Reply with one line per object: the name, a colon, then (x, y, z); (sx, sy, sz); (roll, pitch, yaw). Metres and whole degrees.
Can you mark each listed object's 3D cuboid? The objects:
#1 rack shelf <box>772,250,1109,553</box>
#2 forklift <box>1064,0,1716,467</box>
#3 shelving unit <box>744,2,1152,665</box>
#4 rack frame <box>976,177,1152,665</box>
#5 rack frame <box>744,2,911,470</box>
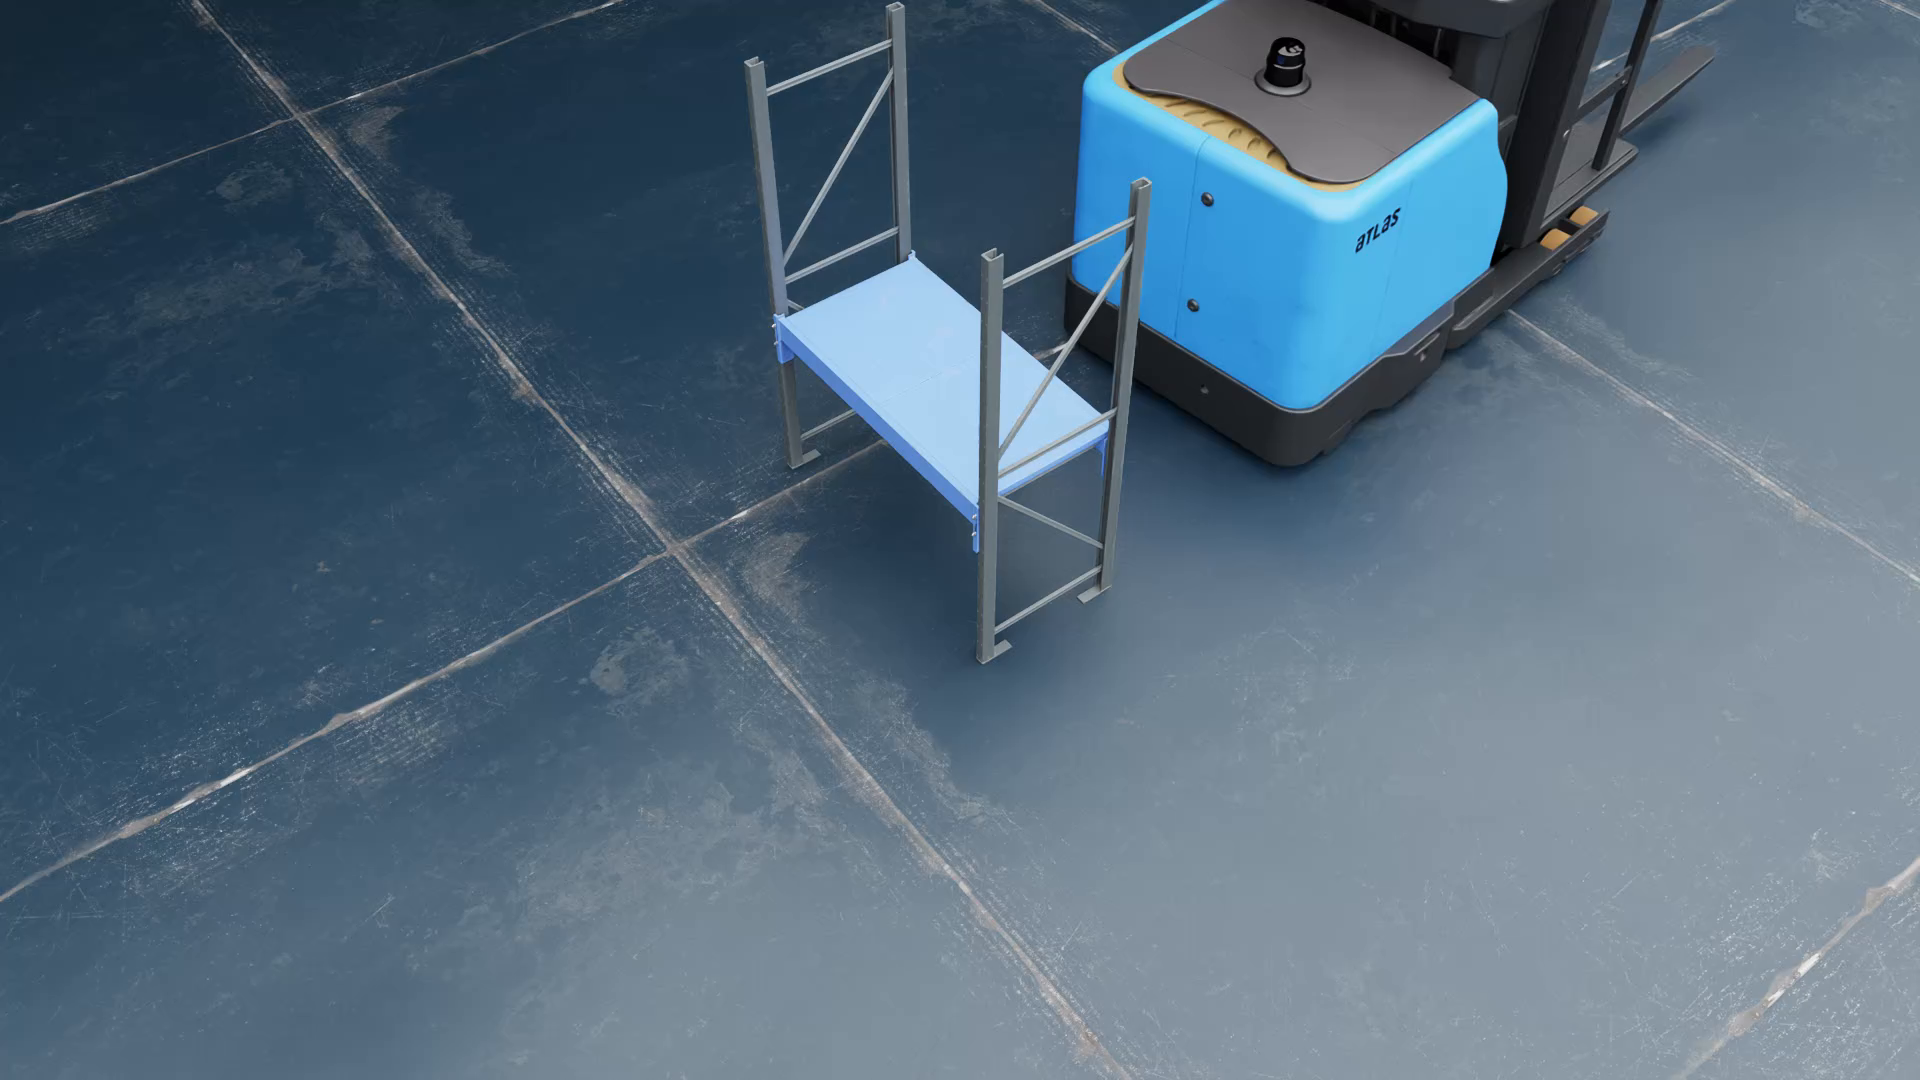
rack shelf: (-0.052, -0.433, 4.873); (0.538, 0.185, 1.000); (-29, 54, -24)
forklift: (1.763, -2.206, 5.272); (3.031, 2.935, 1.130); (-36, 57, -28)
shelving unit: (-0.052, -0.554, 4.740); (0.538, 1.500, 1.048); (-29, 54, -24)
rack frame: (0.256, -0.254, 4.468); (0.500, 1.500, 0.032); (-29, 54, -24)
rack frame: (-0.359, -0.854, 5.012); (0.500, 1.500, 0.032); (-29, 54, -24)
